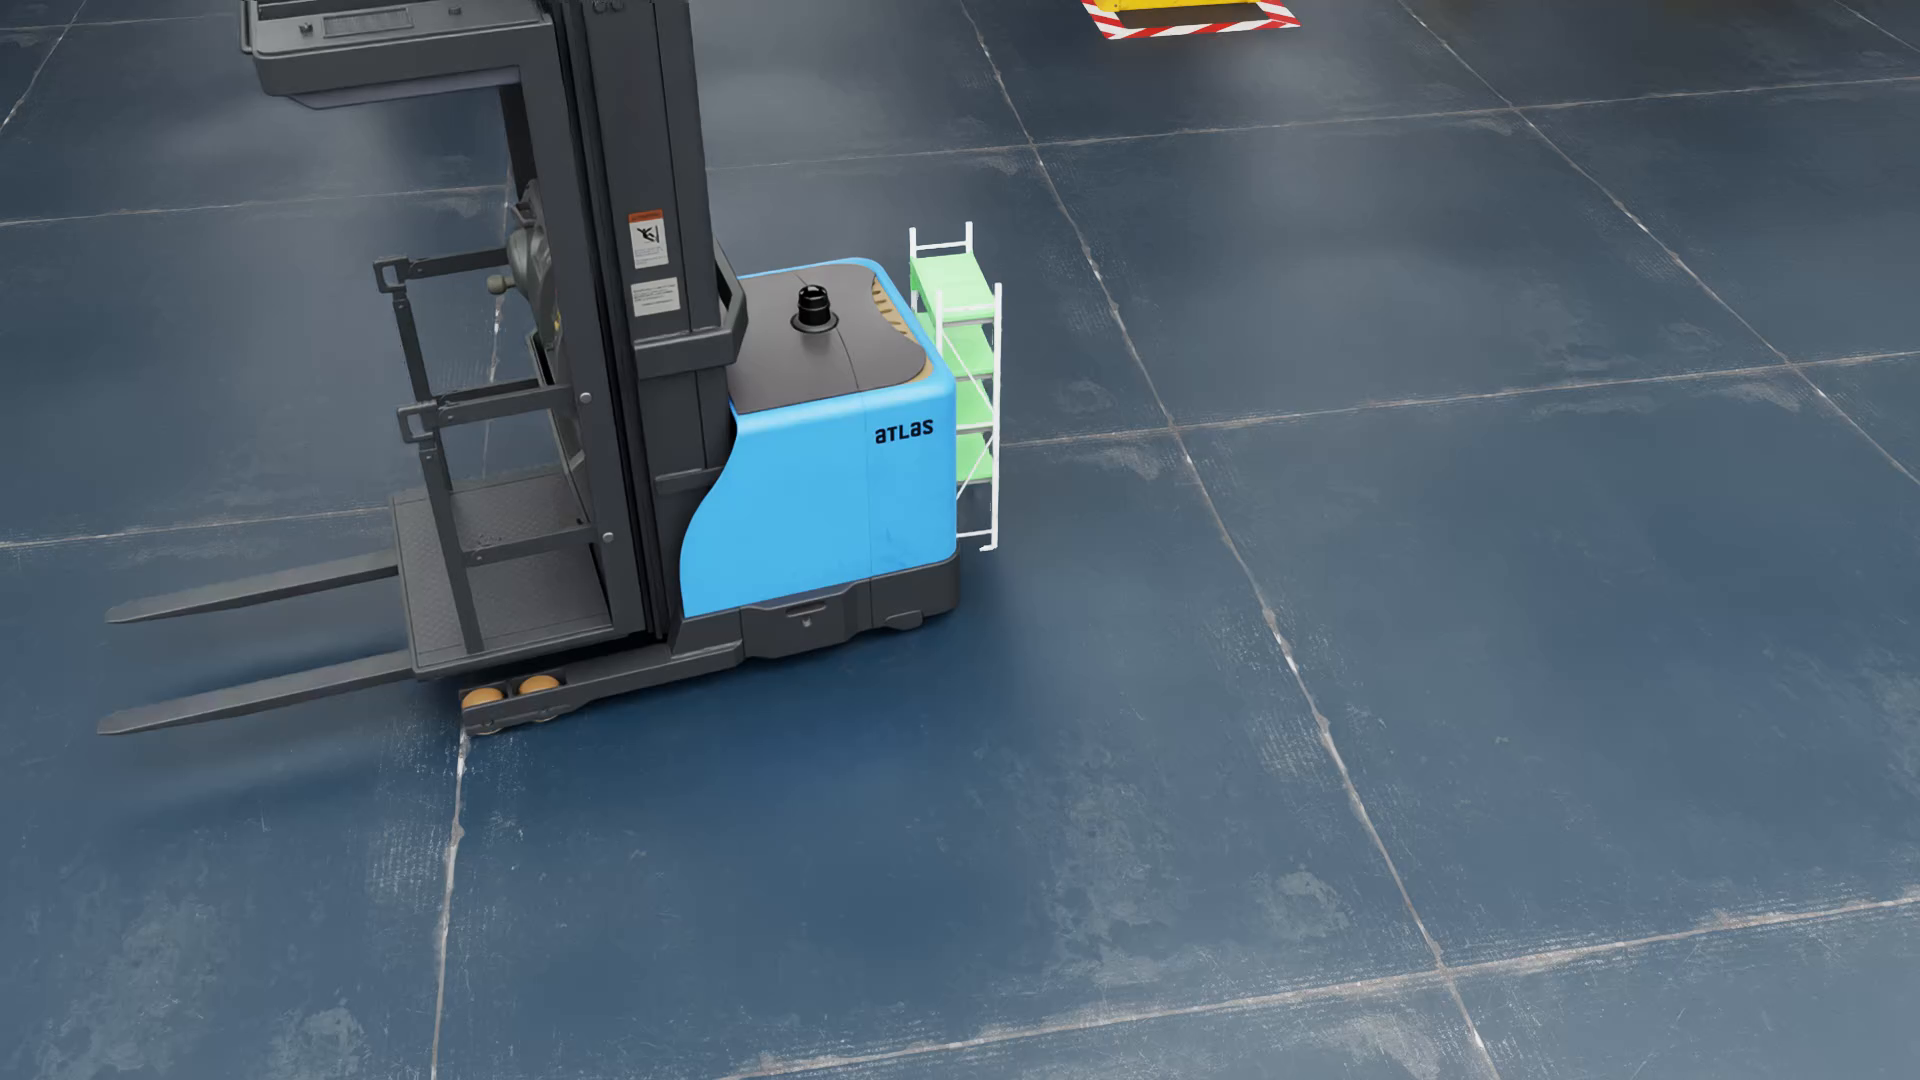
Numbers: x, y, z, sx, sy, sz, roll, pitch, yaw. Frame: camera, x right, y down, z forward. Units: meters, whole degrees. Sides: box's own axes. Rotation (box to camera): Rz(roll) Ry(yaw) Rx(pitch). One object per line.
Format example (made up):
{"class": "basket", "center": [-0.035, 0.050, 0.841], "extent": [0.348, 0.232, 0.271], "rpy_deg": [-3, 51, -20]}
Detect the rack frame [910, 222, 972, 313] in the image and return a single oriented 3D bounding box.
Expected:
{"class": "rack frame", "center": [-0.073, -0.723, 6.703], "extent": [0.240, 1.200, 0.015], "rpy_deg": [-8, 38, -10]}

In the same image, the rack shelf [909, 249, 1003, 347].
{"class": "rack shelf", "center": [-0.021, -0.905, 6.259], "extent": [0.258, 0.148, 0.480], "rpy_deg": [-8, 38, -10]}

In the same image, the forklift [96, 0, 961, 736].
{"class": "forklift", "center": [-1.571, -0.837, 5.439], "extent": [3.031, 2.935, 1.130], "rpy_deg": [-12, 40, -15]}

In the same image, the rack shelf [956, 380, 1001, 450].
{"class": "rack shelf", "center": [-0.021, -0.526, 6.554], "extent": [0.258, 0.148, 0.480], "rpy_deg": [-8, 38, -10]}

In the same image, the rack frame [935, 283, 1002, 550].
{"class": "rack frame", "center": [0.031, -0.430, 6.326], "extent": [0.240, 1.200, 0.015], "rpy_deg": [-8, 38, -10]}

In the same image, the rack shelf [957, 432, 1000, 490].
{"class": "rack shelf", "center": [-0.021, -0.337, 6.701], "extent": [0.258, 0.148, 0.480], "rpy_deg": [-8, 38, -10]}

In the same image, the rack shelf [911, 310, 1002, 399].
{"class": "rack shelf", "center": [-0.021, -0.716, 6.406], "extent": [0.258, 0.148, 0.480], "rpy_deg": [-8, 38, -10]}

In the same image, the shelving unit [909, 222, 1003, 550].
{"class": "shelving unit", "center": [-0.021, -0.577, 6.514], "extent": [0.258, 1.200, 0.503], "rpy_deg": [-8, 38, -10]}

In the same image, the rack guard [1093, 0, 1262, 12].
{"class": "rack guard", "center": [1.517, -3.985, 11.472], "extent": [1.175, 0.500, 0.348], "rpy_deg": [-6, 38, -8]}
